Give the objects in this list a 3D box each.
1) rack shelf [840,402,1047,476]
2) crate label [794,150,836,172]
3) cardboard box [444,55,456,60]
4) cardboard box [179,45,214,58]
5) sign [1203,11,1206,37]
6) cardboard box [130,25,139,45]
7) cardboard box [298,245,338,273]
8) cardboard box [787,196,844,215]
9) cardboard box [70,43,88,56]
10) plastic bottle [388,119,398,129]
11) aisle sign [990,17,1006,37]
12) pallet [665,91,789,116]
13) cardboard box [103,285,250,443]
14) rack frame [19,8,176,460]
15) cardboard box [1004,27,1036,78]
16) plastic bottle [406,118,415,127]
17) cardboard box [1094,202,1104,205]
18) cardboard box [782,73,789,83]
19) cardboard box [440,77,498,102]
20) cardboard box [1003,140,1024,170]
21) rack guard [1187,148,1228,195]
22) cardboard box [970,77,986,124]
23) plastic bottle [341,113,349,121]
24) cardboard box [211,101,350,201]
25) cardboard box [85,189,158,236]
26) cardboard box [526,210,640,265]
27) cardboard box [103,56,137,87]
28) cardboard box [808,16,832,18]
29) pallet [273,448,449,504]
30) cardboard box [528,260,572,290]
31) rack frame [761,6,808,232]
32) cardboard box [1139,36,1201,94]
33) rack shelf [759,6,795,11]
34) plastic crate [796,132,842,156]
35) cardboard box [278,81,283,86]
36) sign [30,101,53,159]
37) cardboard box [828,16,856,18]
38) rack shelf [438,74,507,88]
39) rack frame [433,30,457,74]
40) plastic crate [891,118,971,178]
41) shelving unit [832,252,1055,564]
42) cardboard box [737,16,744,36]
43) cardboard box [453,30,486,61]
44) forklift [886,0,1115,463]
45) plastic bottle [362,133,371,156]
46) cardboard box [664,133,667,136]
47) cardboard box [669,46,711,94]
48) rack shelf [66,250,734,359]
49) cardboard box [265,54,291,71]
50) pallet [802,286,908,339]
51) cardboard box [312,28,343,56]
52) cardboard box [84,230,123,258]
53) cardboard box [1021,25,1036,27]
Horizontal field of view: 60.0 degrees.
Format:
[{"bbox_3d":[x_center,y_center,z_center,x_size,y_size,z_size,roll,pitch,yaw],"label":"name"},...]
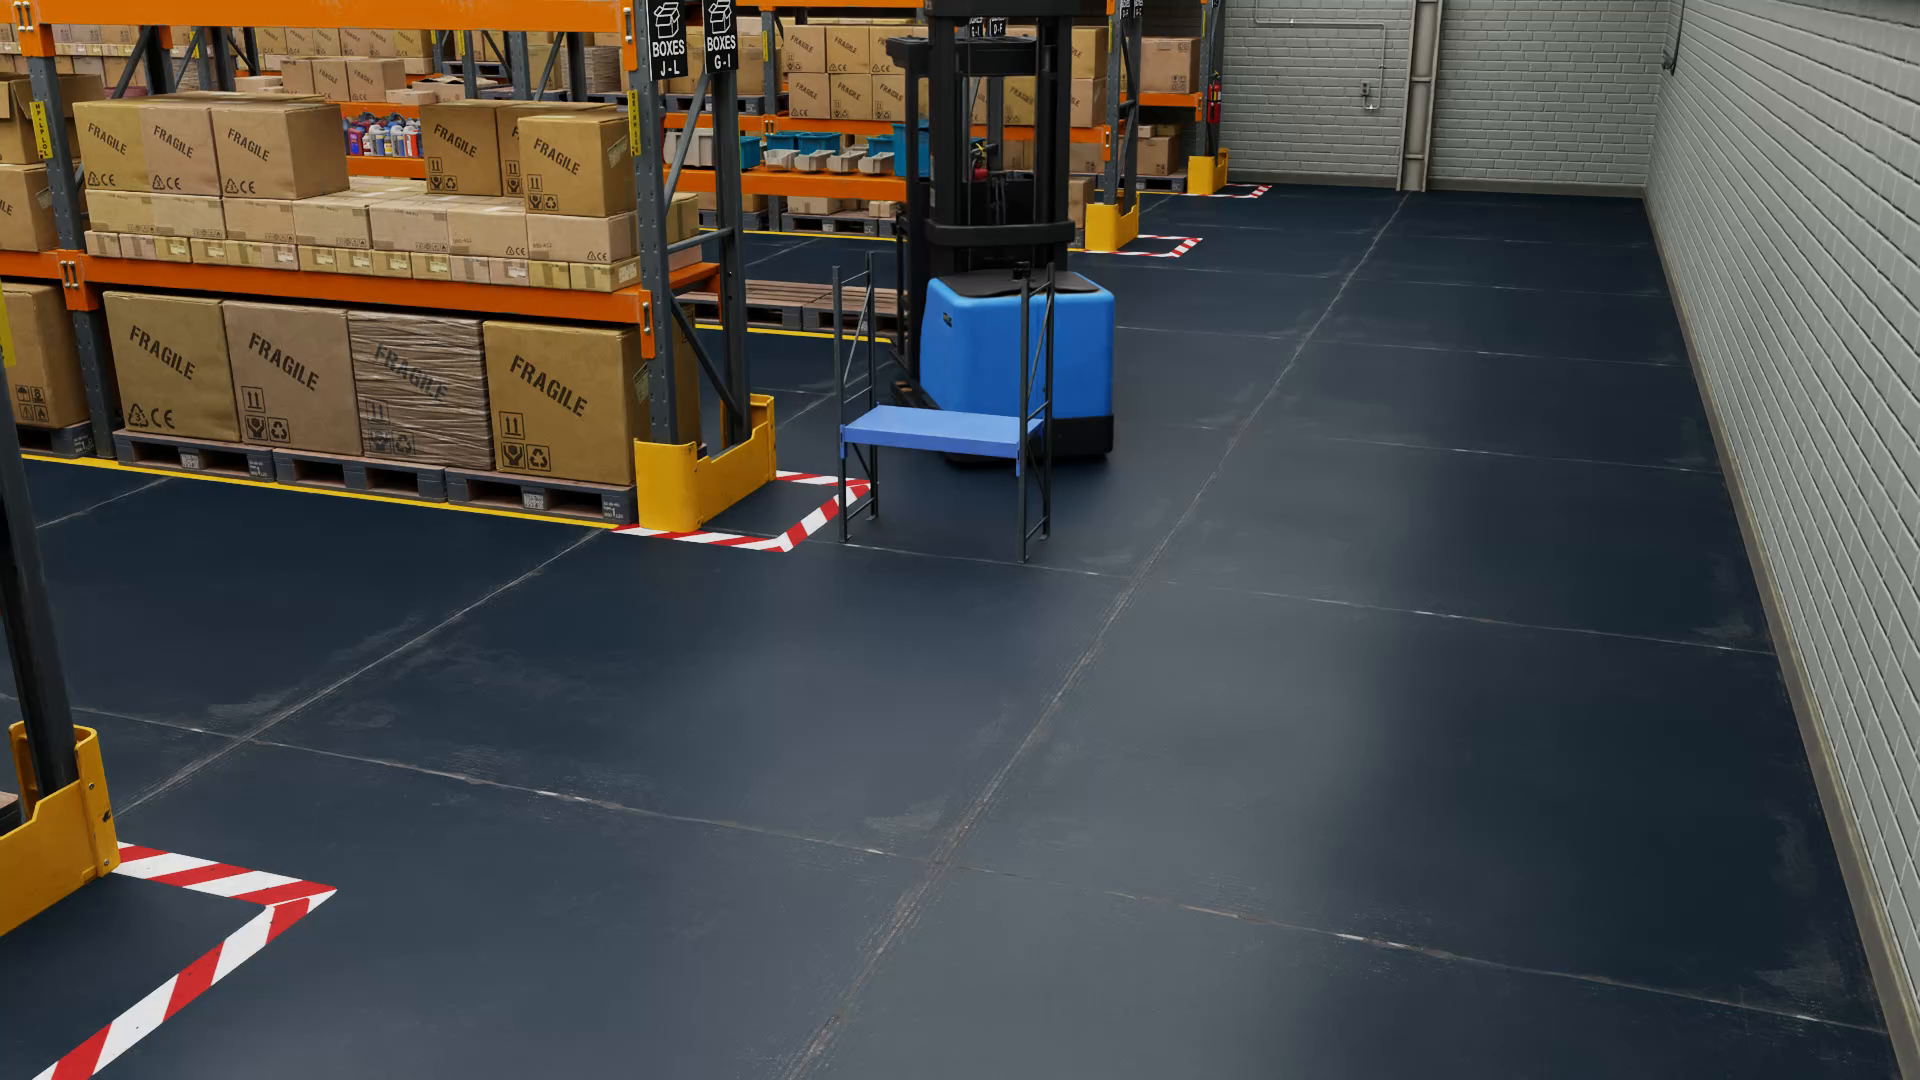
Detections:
[{"bbox_3d":[-0.081,-0.548,8.915,1.000,0.185,0.538,7,20,18],"label":"rack shelf"},{"bbox_3d":[-1.225,-3.185,13.966,0.243,0.136,0.396,7,20,18],"label":"crate label"},{"bbox_3d":[-8.313,-7.624,26.588,0.500,0.250,0.500,7,20,19],"label":"cardboard box"},{"bbox_3d":[-9.889,-6.343,21.580,0.250,0.149,0.380,7,20,18],"label":"cardboard box"},{"bbox_3d":[3.205,-6.763,21.802,0.005,0.325,0.100,7,20,18],"label":"sign"},{"bbox_3d":[-10.461,-6.787,21.867,0.500,0.500,0.700,6,20,18],"label":"cardboard box"},{"bbox_3d":[-3.616,-1.661,9.667,0.250,0.149,0.380,6,20,16],"label":"cardboard box"},{"bbox_3d":[-1.679,-3.988,19.378,0.500,0.311,0.500,7,20,18],"label":"cardboard box"},{"bbox_3d":[-11.588,-6.537,22.135,0.250,0.149,0.380,7,20,19],"label":"cardboard box"},{"bbox_3d":[-5.371,-3.853,15.769,0.097,0.271,0.097,0,19,0],"label":"plastic bottle"},{"bbox_3d":[0.310,-4.503,13.489,0.004,0.787,0.394,7,20,18],"label":"aisle sign"},{"bbox_3d":[-2.724,-5.193,19.707,1.213,0.211,1.003,7,20,18],"label":"pallet"},{"bbox_3d":[-4.662,-1.182,10.500,0.875,0.875,0.875,7,20,18],"label":"cardboard box"},{"bbox_3d":[-5.259,-2.083,10.495,0.127,3.000,1.000,7,20,18],"label":"rack frame"},{"bbox_3d":[0.786,-5.267,17.958,0.500,0.500,0.500,7,20,20],"label":"cardboard box"},{"bbox_3d":[-5.232,-3.888,15.867,0.097,0.271,0.097,0,19,0],"label":"plastic bottle"},{"bbox_3d":[1.491,-3.745,18.924,0.250,0.149,0.380,7,20,18],"label":"cardboard box"},{"bbox_3d":[-2.473,-6.757,24.254,0.250,0.149,0.380,7,20,18],"label":"cardboard box"},{"bbox_3d":[-6.112,-5.606,20.736,0.500,0.311,0.500,8,21,21],"label":"cardboard box"},{"bbox_3d":[0.764,-5.554,23.611,0.500,0.500,0.700,6,20,18],"label":"cardboard box"},{"bbox_3d":[3.419,-5.089,22.915,0.348,0.500,1.175,7,20,18],"label":"rack guard"},{"bbox_3d":[0.301,-4.852,18.288,0.500,0.500,0.500,7,20,18],"label":"cardboard box"},{"bbox_3d":[-5.727,-3.778,15.433,0.185,0.351,0.144,7,20,18],"label":"plastic bottle"},{"bbox_3d":[-3.935,-2.265,9.655,0.500,0.500,0.500,6,20,16],"label":"cardboard box"},{"bbox_3d":[-4.901,-2.021,10.092,0.500,0.250,0.500,6,20,17],"label":"cardboard box"},{"bbox_3d":[-2.025,-1.691,9.145,0.500,0.250,0.500,6,20,17],"label":"cardboard box"},{"bbox_3d":[-10.956,-6.231,22.242,0.500,0.500,0.700,7,20,19],"label":"cardboard box"},{"bbox_3d":[-2.195,-7.550,24.406,0.500,0.250,0.500,6,20,17],"label":"cardboard box"},{"bbox_3d":[-3.410,-0.529,10.273,1.213,0.211,1.003,7,20,18],"label":"pallet"},{"bbox_3d":[-2.171,-1.496,9.193,0.250,0.149,0.380,7,20,19],"label":"cardboard box"},{"bbox_3d":[-2.005,-5.163,19.331,0.127,3.000,1.000,7,20,18],"label":"rack frame"},{"bbox_3d":[2.911,-6.465,22.611,0.700,0.700,0.980,7,21,21],"label":"cardboard box"},{"bbox_3d":[-3.894,-6.456,19.575,4.000,0.370,1.077,7,20,18],"label":"rack shelf"},{"bbox_3d":[-1.224,-3.412,14.470,0.300,0.233,0.416,7,20,18],"label":"plastic crate"},{"bbox_3d":[-8.671,-5.926,21.723,0.258,0.266,0.396,6,20,17],"label":"cardboard box"},{"bbox_3d":[-5.428,-2.423,9.831,0.005,0.325,0.100,7,20,18],"label":"sign"},{"bbox_3d":[-1.703,-7.492,24.240,0.500,0.250,0.500,6,20,16],"label":"cardboard box"},{"bbox_3d":[-6.050,-7.012,25.728,4.000,0.370,1.077,7,20,18],"label":"rack shelf"},{"bbox_3d":[-7.939,-7.568,26.229,0.127,3.000,1.000,7,20,18],"label":"rack frame"},{"bbox_3d":[-0.233,-3.214,13.595,0.499,0.435,0.616,7,20,18],"label":"plastic crate"},{"bbox_3d":[-0.081,-0.717,8.856,1.048,1.500,0.538,7,20,18],"label":"shelving unit"},{"bbox_3d":[-3.309,-7.500,24.261,0.500,0.250,0.500,6,20,17],"label":"cardboard box"},{"bbox_3d":[-7.470,-7.757,25.952,0.500,0.500,0.700,7,20,18],"label":"cardboard box"},{"bbox_3d":[0.127,-2.309,11.248,1.130,2.935,3.031,-4,20,-13],"label":"forklift"},{"bbox_3d":[-5.398,-3.609,15.174,0.097,0.201,0.097,0,19,0],"label":"plastic bottle"},{"bbox_3d":[-3.800,-4.834,20.378,0.500,0.250,0.500,6,20,17],"label":"cardboard box"},{"bbox_3d":[-3.049,-5.584,19.748,0.500,0.500,0.700,10,22,27],"label":"cardboard box"},{"bbox_3d":[-3.370,-1.527,9.994,4.000,0.370,1.077,7,20,18],"label":"rack shelf"},{"bbox_3d":[-10.866,-7.735,26.908,0.500,0.250,0.500,6,20,16],"label":"cardboard box"},{"bbox_3d":[-0.622,-1.976,14.423,1.213,0.211,1.003,7,20,18],"label":"pallet"},{"bbox_3d":[-9.925,-7.981,26.474,0.500,0.500,0.500,7,20,20],"label":"cardboard box"},{"bbox_3d":[-5.089,-1.829,10.148,0.250,0.149,0.380,7,20,18],"label":"cardboard box"},{"bbox_3d":[0.945,-5.434,18.438,0.500,0.500,0.500,7,20,19],"label":"cardboard box"}]
